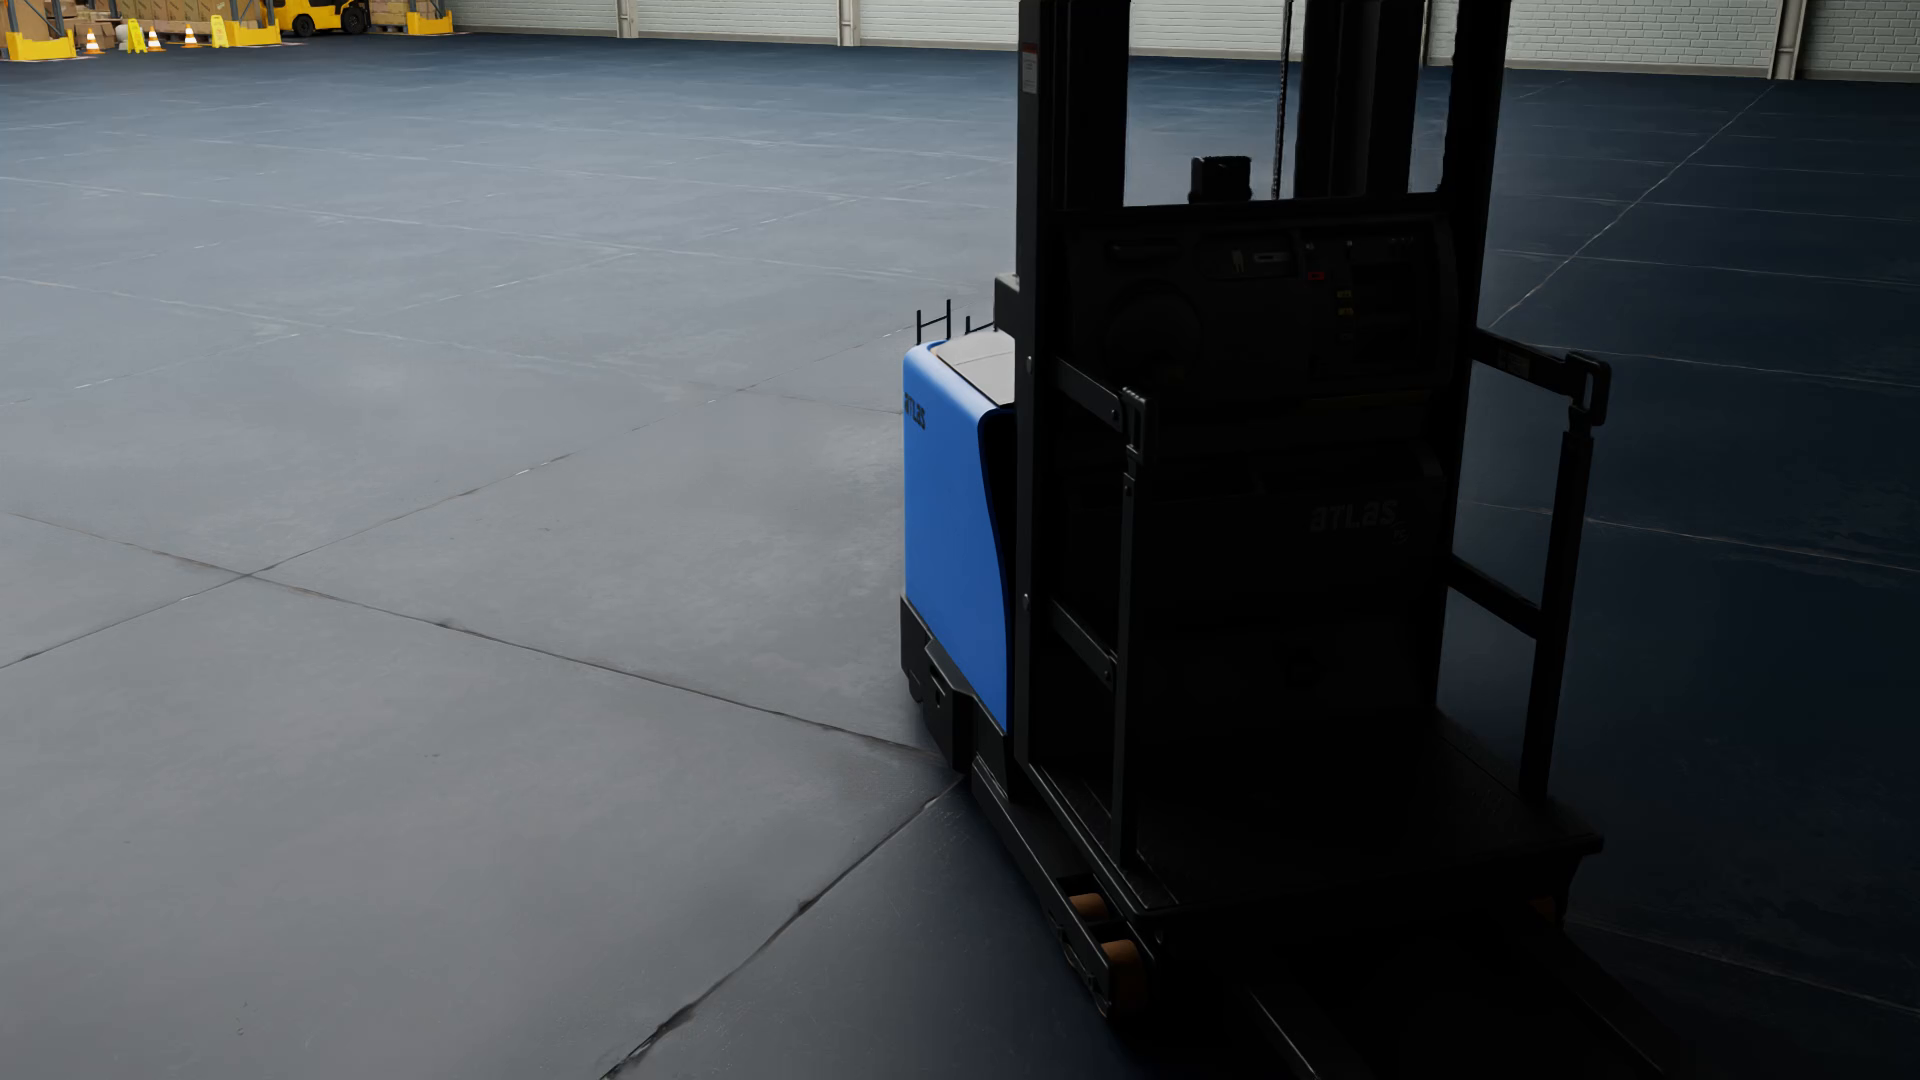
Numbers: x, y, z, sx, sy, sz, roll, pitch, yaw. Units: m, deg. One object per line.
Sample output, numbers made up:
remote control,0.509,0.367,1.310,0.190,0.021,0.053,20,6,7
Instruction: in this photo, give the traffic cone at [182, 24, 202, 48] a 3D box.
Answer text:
traffic cone,-16.082,-10.536,34.733,0.334,0.463,0.336,11,23,27

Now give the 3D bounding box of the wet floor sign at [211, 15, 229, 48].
wet floor sign,-15.433,-10.585,34.598,0.267,0.644,0.232,-16,26,-38

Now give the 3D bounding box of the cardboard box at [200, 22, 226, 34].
cardboard box,-15.935,-11.005,35.720,0.500,0.250,0.500,11,23,27

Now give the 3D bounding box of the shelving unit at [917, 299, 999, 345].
shelving unit,-0.007,-0.424,6.215,0.210,0.900,0.258,11,23,27

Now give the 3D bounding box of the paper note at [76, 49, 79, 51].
paper note,-17.908,-9.914,33.653,0.144,0.017,0.142,-16,26,-38

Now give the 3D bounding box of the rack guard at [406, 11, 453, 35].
rack guard,-12.639,-12.341,39.653,0.348,0.500,1.175,11,23,27

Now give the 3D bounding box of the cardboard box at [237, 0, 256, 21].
cardboard box,-15.668,-11.519,36.039,0.500,0.500,0.500,10,22,26

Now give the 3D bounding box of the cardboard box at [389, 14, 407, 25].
cardboard box,-13.224,-12.409,39.591,0.500,0.250,0.500,11,23,28

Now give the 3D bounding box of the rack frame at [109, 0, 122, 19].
rack frame,-18.569,-12.707,36.996,0.127,3.000,1.000,11,23,27

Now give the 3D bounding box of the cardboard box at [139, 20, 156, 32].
cardboard box,-17.714,-11.348,36.666,0.500,0.250,0.500,12,23,30

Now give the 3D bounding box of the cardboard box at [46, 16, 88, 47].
cardboard box,-18.666,-10.623,34.714,0.503,0.637,0.797,11,23,27

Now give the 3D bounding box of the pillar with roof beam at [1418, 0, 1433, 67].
pillar with roof beam,6.025,-11.451,24.737,0.400,9.000,9.100,11,23,27

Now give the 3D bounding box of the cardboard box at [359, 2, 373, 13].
cardboard box,-14.131,-12.814,39.974,0.500,0.250,0.500,10,22,26

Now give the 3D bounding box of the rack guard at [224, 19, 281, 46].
rack guard,-15.143,-10.879,35.623,0.348,0.500,1.175,11,23,27

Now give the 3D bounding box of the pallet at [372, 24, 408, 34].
pallet,-13.348,-12.324,40.029,1.213,0.211,1.003,11,23,27

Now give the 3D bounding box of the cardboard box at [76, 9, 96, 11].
cardboard box,-20.265,-11.989,38.255,0.625,0.372,0.950,12,23,29

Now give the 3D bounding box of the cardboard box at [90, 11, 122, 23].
cardboard box,-19.028,-11.755,37.611,0.625,0.372,0.950,11,23,28

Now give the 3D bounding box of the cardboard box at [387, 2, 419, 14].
cardboard box,-13.237,-12.648,39.516,0.500,0.250,0.500,10,22,27

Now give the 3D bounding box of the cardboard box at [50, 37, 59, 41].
cardboard box,-18.496,-10.194,34.077,0.258,0.266,0.396,16,25,36

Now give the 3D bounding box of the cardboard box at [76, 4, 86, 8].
cardboard box,-24.077,-14.492,45.312,0.258,0.266,0.396,12,23,29

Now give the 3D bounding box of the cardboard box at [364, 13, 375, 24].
cardboard box,-14.086,-12.580,40.063,0.500,0.250,0.500,11,23,28

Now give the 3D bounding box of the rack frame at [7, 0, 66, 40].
rack frame,-17.403,-10.551,31.053,0.127,3.000,1.000,11,23,27

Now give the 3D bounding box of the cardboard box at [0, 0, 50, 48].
cardboard box,-18.027,-9.843,31.601,0.875,0.875,0.875,11,23,28

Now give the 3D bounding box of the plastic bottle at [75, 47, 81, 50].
plastic bottle,-18.096,-10.029,33.923,0.283,0.061,0.133,3,20,9

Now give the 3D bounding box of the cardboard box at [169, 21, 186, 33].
cardboard box,-16.822,-11.175,36.189,0.500,0.250,0.500,10,22,25

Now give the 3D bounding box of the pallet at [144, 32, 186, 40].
pallet,-17.966,-11.295,37.193,1.213,0.211,1.003,11,23,27

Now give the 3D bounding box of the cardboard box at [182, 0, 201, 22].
cardboard box,-16.361,-11.440,35.821,0.500,0.500,0.500,12,23,29

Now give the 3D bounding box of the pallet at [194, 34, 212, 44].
pallet,-15.835,-10.889,36.074,1.213,0.211,1.003,11,23,27

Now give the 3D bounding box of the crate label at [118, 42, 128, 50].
crate label,-17.043,-10.109,34.031,0.298,0.136,0.250,0,20,-1

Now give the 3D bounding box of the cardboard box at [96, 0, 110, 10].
cardboard box,-22.823,-14.390,44.687,0.500,0.500,0.500,12,23,30

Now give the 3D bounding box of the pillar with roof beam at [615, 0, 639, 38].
pillar with roof beam,-9.689,-14.445,32.990,0.400,9.000,9.100,11,23,27

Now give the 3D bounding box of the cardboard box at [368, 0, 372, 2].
cardboard box,-14.108,-13.043,39.872,0.500,0.250,0.500,11,23,28

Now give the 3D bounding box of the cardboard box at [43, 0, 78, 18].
cardboard box,-19.411,-11.353,35.819,0.500,0.500,0.500,11,23,27

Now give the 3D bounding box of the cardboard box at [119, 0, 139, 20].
cardboard box,-18.186,-11.786,36.773,0.500,0.500,0.500,12,23,30

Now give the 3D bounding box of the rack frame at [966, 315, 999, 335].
rack frame,0.082,-0.407,6.169,0.006,0.900,0.240,11,23,27

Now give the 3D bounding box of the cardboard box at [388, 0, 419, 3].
cardboard box,-13.214,-12.878,39.419,0.500,0.250,0.500,12,23,29

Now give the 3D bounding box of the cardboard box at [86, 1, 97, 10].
cardboard box,-23.597,-14.629,45.623,0.500,0.311,0.500,12,23,29

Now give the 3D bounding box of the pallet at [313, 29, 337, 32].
pallet,-15.478,-12.730,41.148,1.213,0.211,1.003,11,23,27

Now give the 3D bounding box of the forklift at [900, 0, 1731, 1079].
forklift,0.735,-0.508,3.466,1.130,2.935,3.031,-6,21,-16

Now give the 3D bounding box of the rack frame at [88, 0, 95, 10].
rack frame,-23.136,-15.515,44.739,0.127,3.000,1.000,11,23,27

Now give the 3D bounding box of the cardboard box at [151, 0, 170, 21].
cardboard box,-17.261,-11.613,36.298,0.500,0.500,0.500,12,23,30

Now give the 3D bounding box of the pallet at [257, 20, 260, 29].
pallet,-17.883,-13.188,42.411,1.213,0.211,1.003,11,23,27

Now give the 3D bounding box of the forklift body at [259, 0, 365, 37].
forklift body,-15.205,-12.893,38.754,1.214,2.155,2.313,11,23,27
